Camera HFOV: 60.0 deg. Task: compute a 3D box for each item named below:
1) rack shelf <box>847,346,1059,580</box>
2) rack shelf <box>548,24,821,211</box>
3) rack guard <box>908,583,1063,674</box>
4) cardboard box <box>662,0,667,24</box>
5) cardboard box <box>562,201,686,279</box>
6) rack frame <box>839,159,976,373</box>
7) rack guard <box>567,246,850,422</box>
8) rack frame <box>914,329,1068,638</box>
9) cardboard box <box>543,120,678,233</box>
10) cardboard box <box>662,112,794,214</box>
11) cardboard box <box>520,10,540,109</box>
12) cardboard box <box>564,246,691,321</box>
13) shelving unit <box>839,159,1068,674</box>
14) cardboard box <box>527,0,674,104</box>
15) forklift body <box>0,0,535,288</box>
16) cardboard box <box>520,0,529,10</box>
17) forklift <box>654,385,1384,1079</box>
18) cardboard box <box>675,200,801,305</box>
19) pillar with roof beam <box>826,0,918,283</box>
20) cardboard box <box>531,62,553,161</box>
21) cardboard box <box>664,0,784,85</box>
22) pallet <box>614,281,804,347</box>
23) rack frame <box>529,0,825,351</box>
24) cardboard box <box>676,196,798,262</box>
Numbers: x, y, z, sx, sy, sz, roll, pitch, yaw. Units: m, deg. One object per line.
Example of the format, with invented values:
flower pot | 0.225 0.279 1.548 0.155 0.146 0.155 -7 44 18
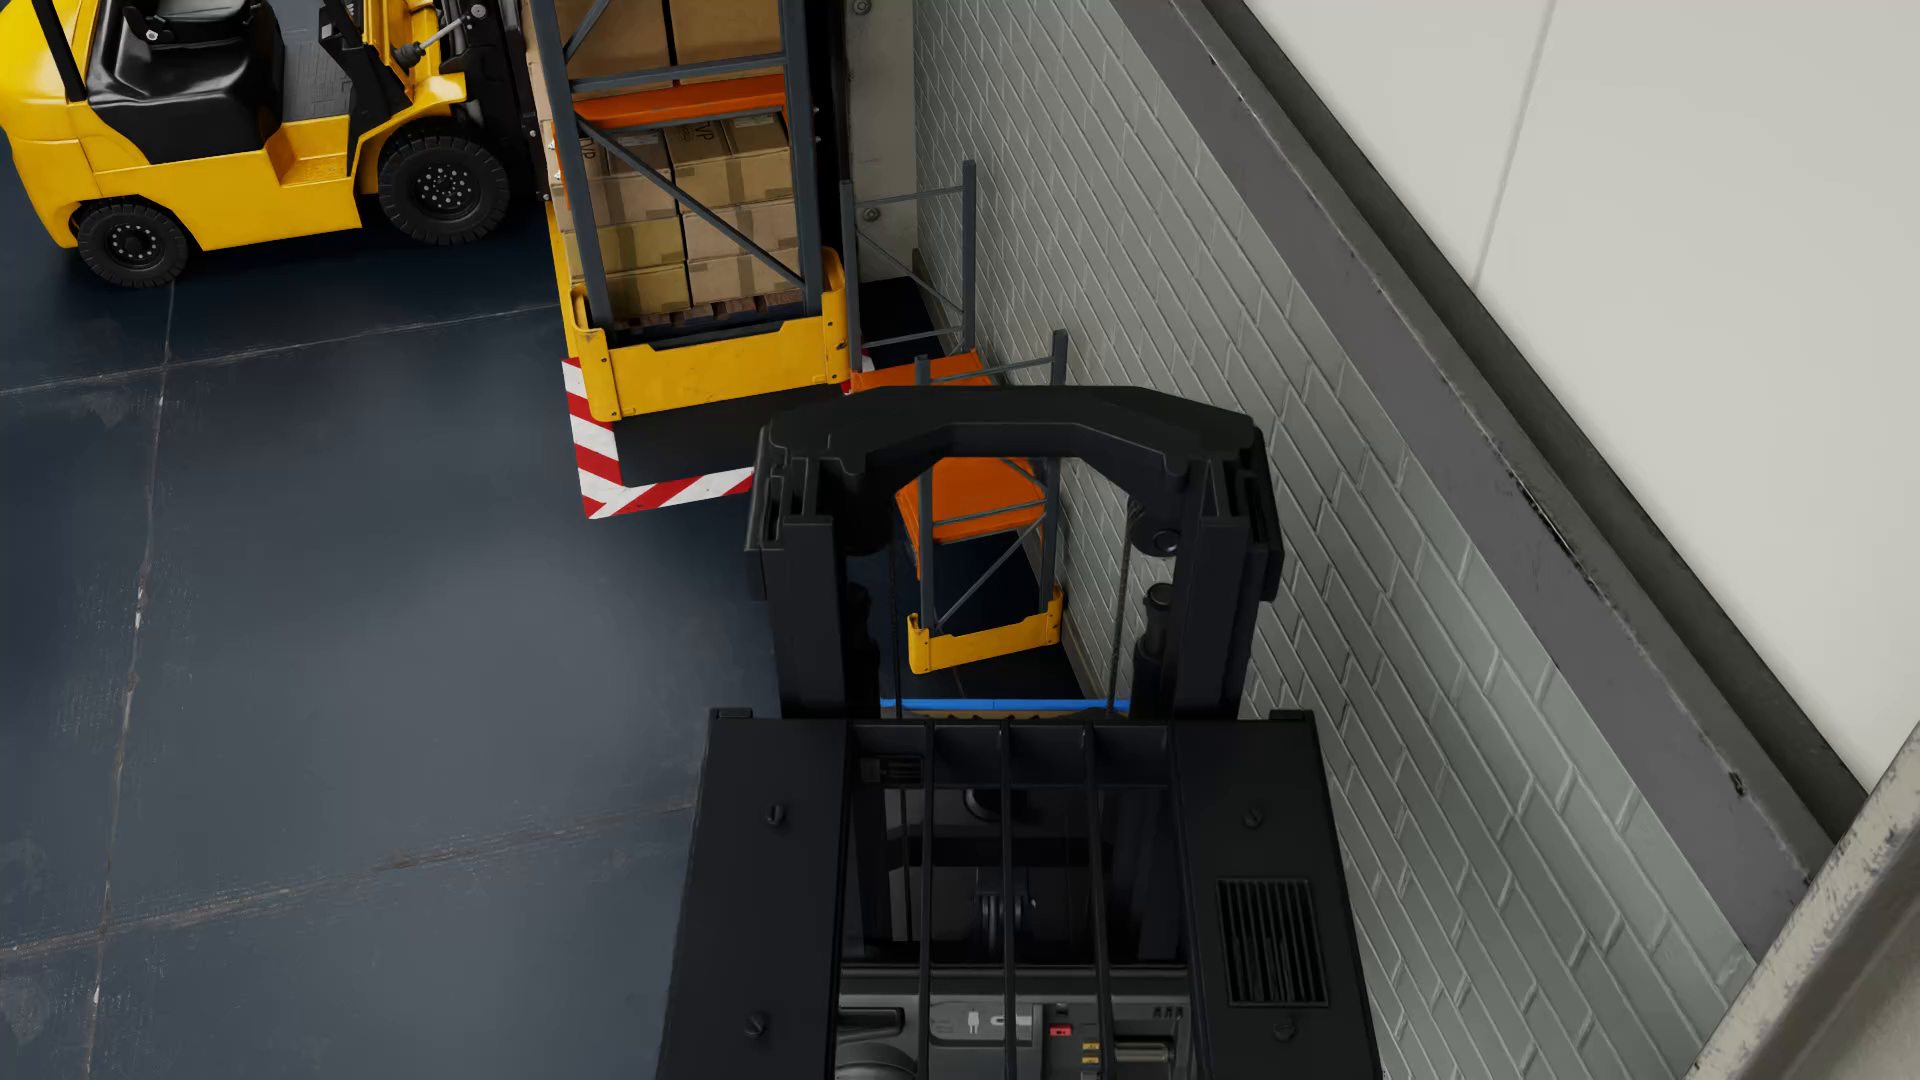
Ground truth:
rack shelf | -0.042 -0.313 6.258 0.538 0.185 1.000 -12 47 -11
rack shelf | -1.596 -2.925 8.020 1.077 0.370 4.000 -11 47 -10
rack guard | 0.096 0.334 6.248 0.587 0.250 0.087 -12 47 -11
cardboard box | -1.097 -2.580 7.108 0.500 0.500 0.500 -9 46 -9
cardboard box | -1.511 -1.435 7.337 0.500 0.250 0.500 -11 47 -11
rack frame | -0.186 -0.787 6.471 0.500 1.500 0.032 -12 47 -11
rack guard | -1.078 -0.905 7.287 1.175 0.500 0.348 -11 47 -10
rack frame | 0.101 -0.090 5.788 0.500 1.500 0.032 -12 47 -11
cardboard box | -1.504 -1.592 7.141 0.500 0.250 0.500 -9 46 -9
cardboard box | -1.024 -1.697 7.244 0.500 0.250 0.500 -11 47 -11
cardboard box | -1.779 -2.290 7.825 0.500 0.250 0.500 -10 46 -10
cardboard box | -1.510 -1.247 7.503 0.500 0.250 0.500 -10 46 -10
shelving unit | -0.045 -0.445 6.136 0.587 1.500 1.083 -12 47 -11
cardboard box | -1.464 -2.123 6.660 0.500 0.500 0.500 -12 47 -11
forklift body | -3.333 -2.475 7.669 2.313 2.155 1.214 -11 47 -10
cardboard box | -1.901 -2.641 8.169 0.500 0.250 0.500 -12 47 -11
forklift | 0.090 1.239 3.484 1.130 2.935 3.031 0 46 0
cardboard box | -1.021 -1.356 7.609 0.500 0.250 0.500 -11 47 -10
pillar with roof beam | -4.553 -3.754 4.129 9.100 9.000 0.400 -11 47 -10
cardboard box | -1.640 -1.943 7.485 0.500 0.250 0.500 -10 46 -10
cardboard box | -0.943 -2.224 6.759 0.500 0.500 0.500 -9 46 -9
pallet | -1.321 -1.341 7.916 1.003 0.211 1.213 -11 47 -10
rack frame | -1.084 -1.796 6.410 1.000 3.000 0.127 -11 47 -10
cardboard box | -1.004 -1.518 7.419 0.500 0.250 0.500 -10 46 -10
